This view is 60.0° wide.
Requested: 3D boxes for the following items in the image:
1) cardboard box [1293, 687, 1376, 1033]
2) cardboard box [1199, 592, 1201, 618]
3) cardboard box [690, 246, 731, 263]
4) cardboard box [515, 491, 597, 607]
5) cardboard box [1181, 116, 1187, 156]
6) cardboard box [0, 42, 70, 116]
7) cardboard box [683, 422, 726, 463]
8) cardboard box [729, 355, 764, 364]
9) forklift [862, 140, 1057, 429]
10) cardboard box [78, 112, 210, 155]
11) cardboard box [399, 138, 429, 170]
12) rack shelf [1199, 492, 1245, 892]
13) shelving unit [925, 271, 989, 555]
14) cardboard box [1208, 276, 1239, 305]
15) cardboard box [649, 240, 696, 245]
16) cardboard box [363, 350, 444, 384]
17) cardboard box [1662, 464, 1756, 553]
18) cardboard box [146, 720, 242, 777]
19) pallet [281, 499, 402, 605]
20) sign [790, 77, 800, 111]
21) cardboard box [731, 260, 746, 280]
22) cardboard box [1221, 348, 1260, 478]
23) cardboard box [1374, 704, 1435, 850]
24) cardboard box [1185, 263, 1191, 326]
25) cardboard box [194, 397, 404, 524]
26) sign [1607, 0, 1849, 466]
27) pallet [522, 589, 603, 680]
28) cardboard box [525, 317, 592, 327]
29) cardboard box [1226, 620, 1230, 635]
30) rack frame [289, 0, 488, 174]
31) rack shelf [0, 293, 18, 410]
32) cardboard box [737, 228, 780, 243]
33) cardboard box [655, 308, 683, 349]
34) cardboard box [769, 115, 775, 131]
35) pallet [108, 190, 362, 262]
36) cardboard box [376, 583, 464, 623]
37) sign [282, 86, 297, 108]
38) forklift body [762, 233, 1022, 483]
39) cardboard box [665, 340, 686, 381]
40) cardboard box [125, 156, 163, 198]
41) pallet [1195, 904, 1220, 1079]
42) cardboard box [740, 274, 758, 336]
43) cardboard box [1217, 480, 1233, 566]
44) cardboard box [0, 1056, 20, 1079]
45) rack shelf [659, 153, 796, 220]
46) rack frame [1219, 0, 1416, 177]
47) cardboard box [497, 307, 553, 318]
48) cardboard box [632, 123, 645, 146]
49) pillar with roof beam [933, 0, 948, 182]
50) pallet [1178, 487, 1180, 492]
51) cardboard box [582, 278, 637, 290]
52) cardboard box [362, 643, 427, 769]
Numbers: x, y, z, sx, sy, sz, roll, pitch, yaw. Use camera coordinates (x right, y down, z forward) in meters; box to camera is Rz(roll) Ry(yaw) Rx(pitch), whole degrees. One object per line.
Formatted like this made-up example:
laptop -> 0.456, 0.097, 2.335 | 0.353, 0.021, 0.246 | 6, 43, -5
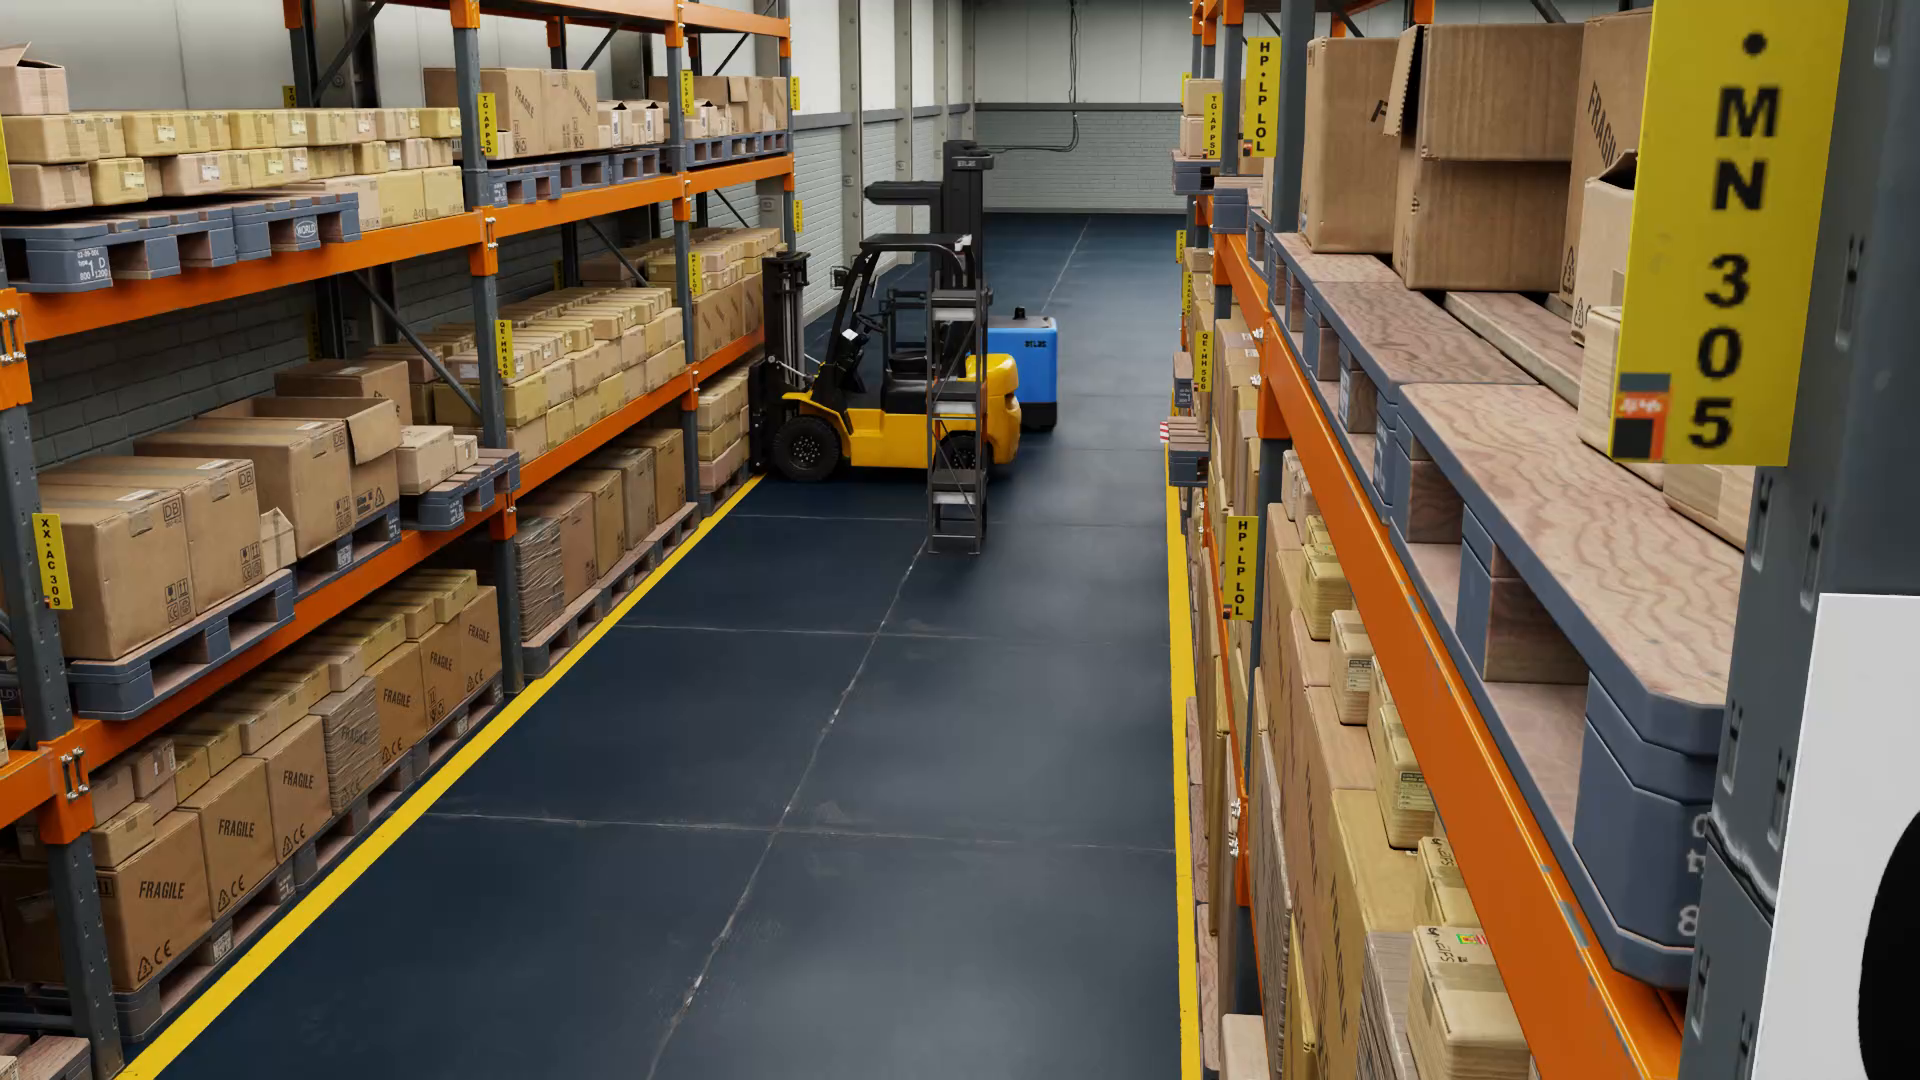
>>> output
cardboard box -> 0.905, 0.600, 3.088 | 0.500, 0.500, 0.500 | 2, 15, 6
cardboard box -> 1.917, 0.503, 9.785 | 0.950, 0.372, 0.625 | 1, 15, 2
cardboard box -> -2.241, -2.515, 14.711 | 0.380, 0.149, 0.250 | 2, 15, 6
cardboard box -> -2.940, 0.051, 10.973 | 0.875, 0.625, 0.625 | 2, 15, 8
cardboard box -> 1.774, -2.761, 11.363 | 0.500, 0.250, 0.500 | 1, 15, 6
cardboard box -> -3.160, -1.513, 5.388 | 0.396, 0.266, 0.258 | 2, 15, 6
cardboard box -> -2.277, -0.832, 13.999 | 0.500, 0.250, 0.500 | 2, 15, 6
cardboard box -> -2.028, -1.602, 15.889 | 0.500, 0.250, 0.500 | 2, 15, 7
forklift -> -0.484, -2.691, 17.498 | 3.031, 2.935, 1.130 | 1, 15, 2
cardboard box -> -3.038, -1.514, 6.182 | 0.380, 0.149, 0.250 | 1, 15, 5
cardboard box -> -2.939, -1.964, 8.456 | 0.380, 0.149, 0.250 | 1, 15, 5
rack shelf -> 1.617, 0.449, 7.132 | 1.077, 0.370, 4.000 | 2, 15, 6
shelving unit -> -0.019, -0.971, 12.729 | 0.431, 2.100, 0.503 | 2, 15, 6
cardboard box -> 1.747, -1.557, 10.365 | 0.380, 0.149, 0.250 | 1, 15, 4
cardboard box -> -2.640, -2.661, 15.251 | 0.380, 0.149, 0.250 | 2, 15, 7
cardboard box -> -3.254, -1.014, 9.729 | 0.380, 0.149, 0.250 | 2, 15, 8
cardboard box -> 0.902, -0.088, 1.284 | 0.500, 0.250, 0.500 | 0, 15, 1
cardboard box -> -3.247, 0.869, 6.944 | 0.380, 0.149, 0.250 | 1, 15, 5
pallet -> -3.304, 0.035, 7.652 | 1.003, 0.211, 1.213 | 2, 15, 6
sign -> -1.649, -4.454, 16.597 | 0.100, 0.325, 0.005 | 2, 15, 6
cardboard box -> -2.147, -2.436, 14.990 | 0.380, 0.149, 0.250 | 1, 15, 5
cardboard box -> 1.424, -0.564, 7.395 | 0.500, 0.500, 0.500 | 2, 15, 8
cardboard box -> 0.871, 0.383, 2.650 | 0.380, 0.149, 0.250 | 2, 15, 8
cardboard box -> 2.256, -2.170, 14.679 | 0.500, 0.500, 0.500 | 1, 15, 5
cardboard box -> -3.090, -0.386, 7.839 | 0.797, 0.503, 0.637 | 1, 15, 5
sign -> 0.403, -0.198, 0.858 | 0.100, 0.325, 0.005 | 2, 15, 6
pallet -> -2.958, 0.572, 10.643 | 1.003, 0.211, 1.213 | 2, 15, 6
cardboard box -> -2.692, -1.403, 11.168 | 0.380, 0.149, 0.250 | 2, 15, 6
cardboard box -> 1.326, 0.307, 6.567 | 0.500, 0.250, 0.500 | 1, 15, 5
rack frame -> -3.090, -3.458, 8.710 | 1.000, 3.000, 0.127 | 2, 15, 6
rack shelf -> -3.767, -0.106, 3.441 | 1.077, 0.370, 4.000 | 2, 15, 6
cardboard box -> -2.018, -3.043, 16.663 | 0.380, 0.149, 0.250 | 2, 15, 6
cardboard box -> -2.440, -1.633, 12.785 | 0.500, 0.250, 0.500 | 1, 15, 5
cardboard box -> -1.979, -3.991, 15.912 | 0.380, 0.149, 0.250 | 1, 15, 5
pallet -> -3.284, -1.318, 6.902 | 1.213, 0.211, 1.003 | 2, 15, 6
cardboard box -> -2.894, 0.336, 8.913 | 0.380, 0.149, 0.250 | 1, 15, 3
sign -> -3.640, -2.316, 9.092 | 0.100, 0.325, 0.005 | 2, 15, 6
forklift body -> -0.588, -1.681, 15.260 | 2.313, 2.155, 1.214 | 2, 15, 6
cardboard box -> -2.435, -1.388, 12.838 | 0.500, 0.250, 0.500 | 2, 15, 8
cardboard box -> -3.117, -1.303, 5.971 | 0.380, 0.149, 0.250 | 2, 15, 7
pallet -> 1.404, 1.765, 6.232 | 1.003, 0.211, 1.213 | 2, 15, 6
cardboard box -> -2.153, -2.152, 15.181 | 0.500, 0.500, 0.500 | 2, 15, 7
cardboard box -> 1.342, -0.067, 6.994 | 0.500, 0.250, 0.500 | 2, 15, 7
cardboard box -> -3.312, 1.802, 5.407 | 0.380, 0.149, 0.250 | 1, 15, 5
rack shelf -> -2.413, -3.219, 14.951 | 1.077, 0.370, 4.000 | 2, 15, 6
rack frame -> 1.843, -3.313, 8.173 | 1.000, 3.000, 0.127 | 2, 15, 6
cardboard box -> -3.087, -1.547, 11.701 | 0.380, 0.149, 0.250 | 2, 15, 6
cardboard box -> -2.461, -2.883, 11.815 | 0.380, 0.149, 0.250 | 2, 15, 6
pillar with roof beam -> 3.825, -11.476, 38.365 | 9.100, 9.000, 0.400 | 2, 15, 6
pallet -> 2.470, -0.600, 14.978 | 1.003, 0.211, 1.213 | 2, 15, 6
cardboard box -> -2.857, -2.052, 13.569 | 0.380, 0.149, 0.250 | 2, 15, 6
cardboard box -> -3.047, 0.823, 8.354 | 0.500, 0.500, 0.500 | 2, 15, 9
